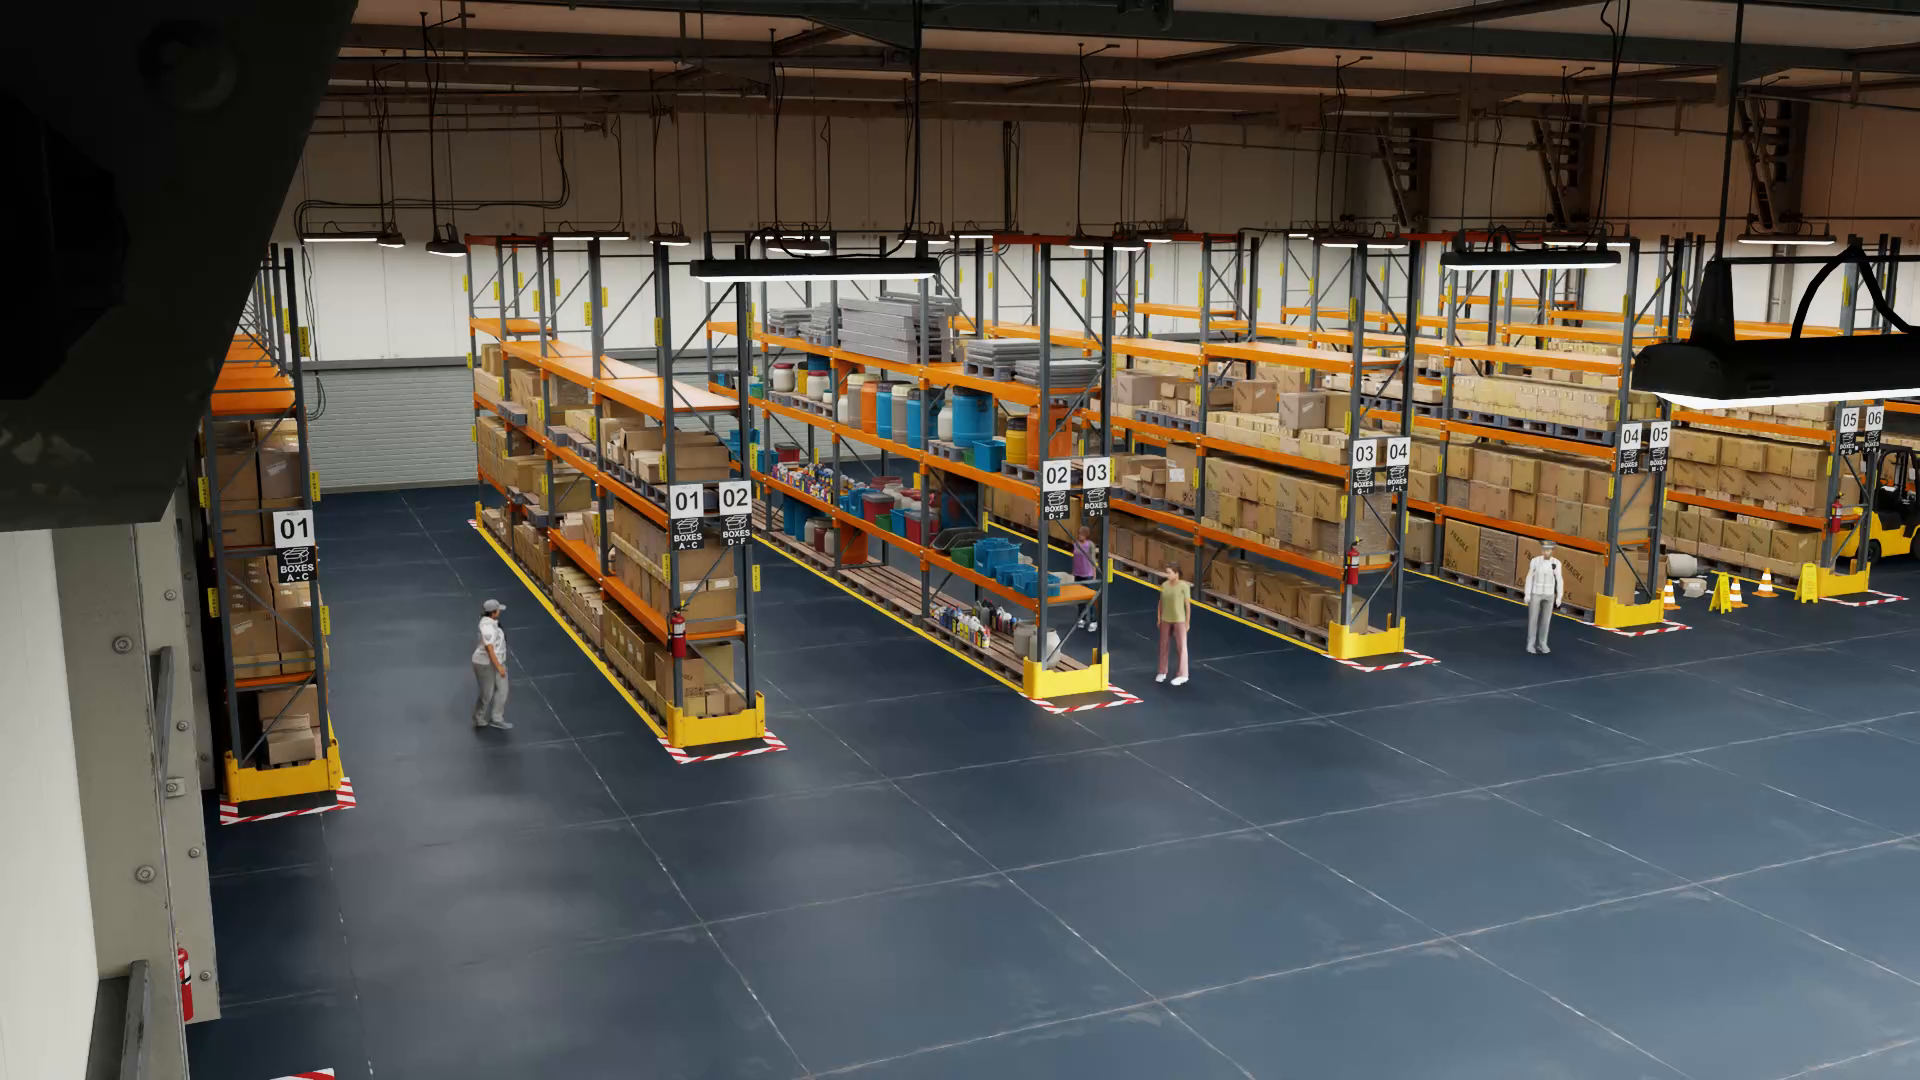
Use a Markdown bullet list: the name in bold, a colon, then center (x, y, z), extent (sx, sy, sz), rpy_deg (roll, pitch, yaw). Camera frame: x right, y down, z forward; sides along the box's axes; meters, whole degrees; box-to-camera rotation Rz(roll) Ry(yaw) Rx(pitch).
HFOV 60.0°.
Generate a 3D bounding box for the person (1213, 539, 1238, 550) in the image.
- **person**: center (5.161, -0.700, 32.264), extent (0.489, 1.722, 1.080), rpy_deg (-6, 12, -28)

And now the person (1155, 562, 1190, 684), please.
- **person**: center (2.905, 1.127, 22.874), extent (0.474, 1.679, 0.413), rpy_deg (7, 13, 30)

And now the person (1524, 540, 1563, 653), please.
- **person**: center (8.580, 0.819, 24.443), extent (0.538, 1.686, 0.349), rpy_deg (2, 11, 13)

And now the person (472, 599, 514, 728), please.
- **person**: center (-5.881, 1.564, 20.821), extent (0.631, 1.671, 0.514), rpy_deg (3, 11, 13)

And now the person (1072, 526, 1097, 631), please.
- **person**: center (1.948, 0.585, 25.933), extent (0.518, 1.611, 0.374), rpy_deg (9, 14, 38)
